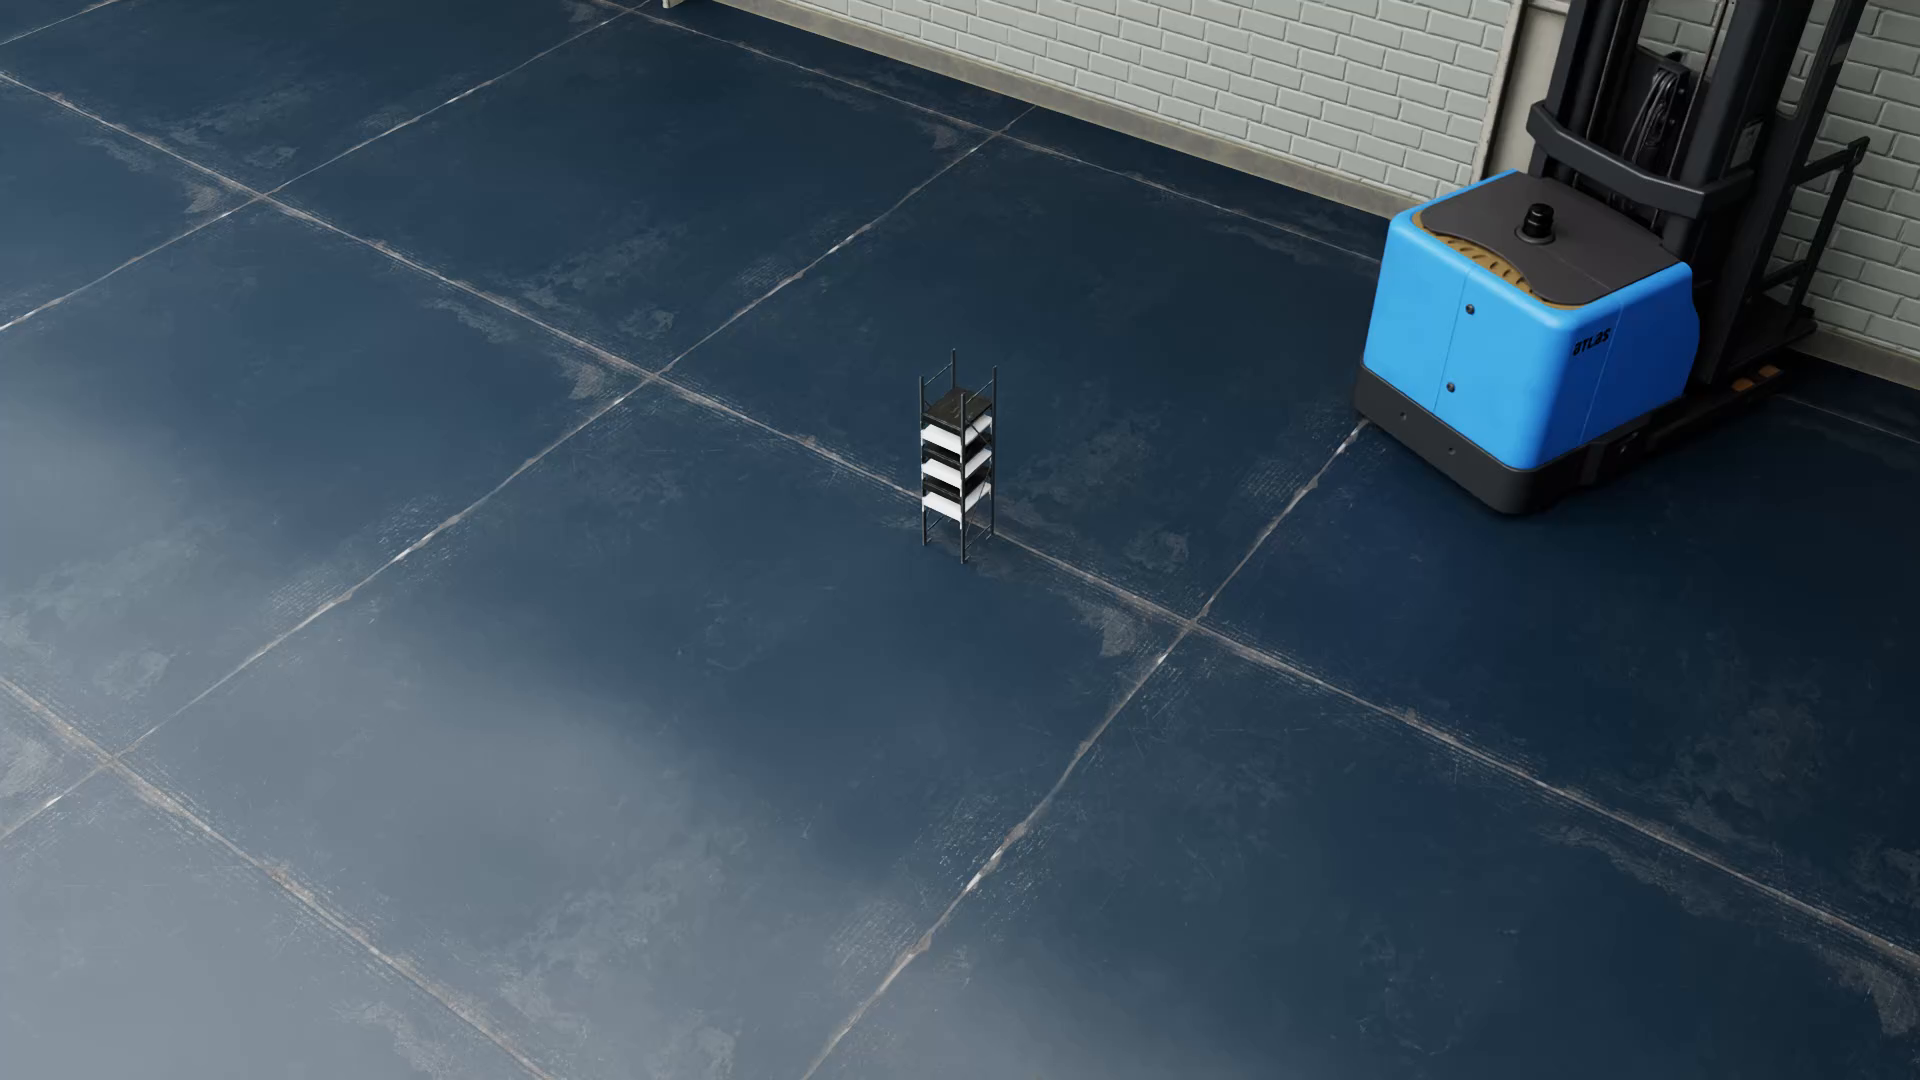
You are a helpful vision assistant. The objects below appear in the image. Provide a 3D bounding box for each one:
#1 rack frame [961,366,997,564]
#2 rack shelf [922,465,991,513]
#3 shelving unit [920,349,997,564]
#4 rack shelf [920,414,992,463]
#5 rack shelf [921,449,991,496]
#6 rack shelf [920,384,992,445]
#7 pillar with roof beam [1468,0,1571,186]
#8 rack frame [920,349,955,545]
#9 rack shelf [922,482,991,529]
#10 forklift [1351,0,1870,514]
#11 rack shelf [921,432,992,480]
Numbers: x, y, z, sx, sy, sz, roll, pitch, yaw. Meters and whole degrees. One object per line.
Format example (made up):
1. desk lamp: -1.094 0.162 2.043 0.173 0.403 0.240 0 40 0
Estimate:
1. rack frame: 0.077 -0.300 6.910 0.006 0.900 0.240 25 48 25
2. rack shelf: -0.007 -0.247 7.036 0.200 0.077 0.258 25 48 25
3. shelving unit: -0.007 -0.338 6.953 0.210 0.900 0.258 25 48 25
4. rack shelf: -0.007 -0.448 6.856 0.200 0.077 0.258 25 48 25
5. rack shelf: -0.007 -0.314 6.976 0.200 0.077 0.258 25 48 25
6. rack shelf: -0.007 -0.515 6.796 0.200 0.077 0.258 25 48 25
7. pillar with roof beam: 0.390 -2.470 3.261 0.400 9.000 9.100 25 48 25
8. rack frame: -0.090 -0.377 6.997 0.006 0.900 0.240 25 48 25
9. rack shelf: -0.007 -0.179 7.096 0.200 0.077 0.258 25 48 25
10. forklift: 3.365 -1.971 7.254 3.031 2.935 1.130 -24 47 -24
11. rack shelf: -0.007 -0.381 6.916 0.200 0.077 0.258 25 48 25
